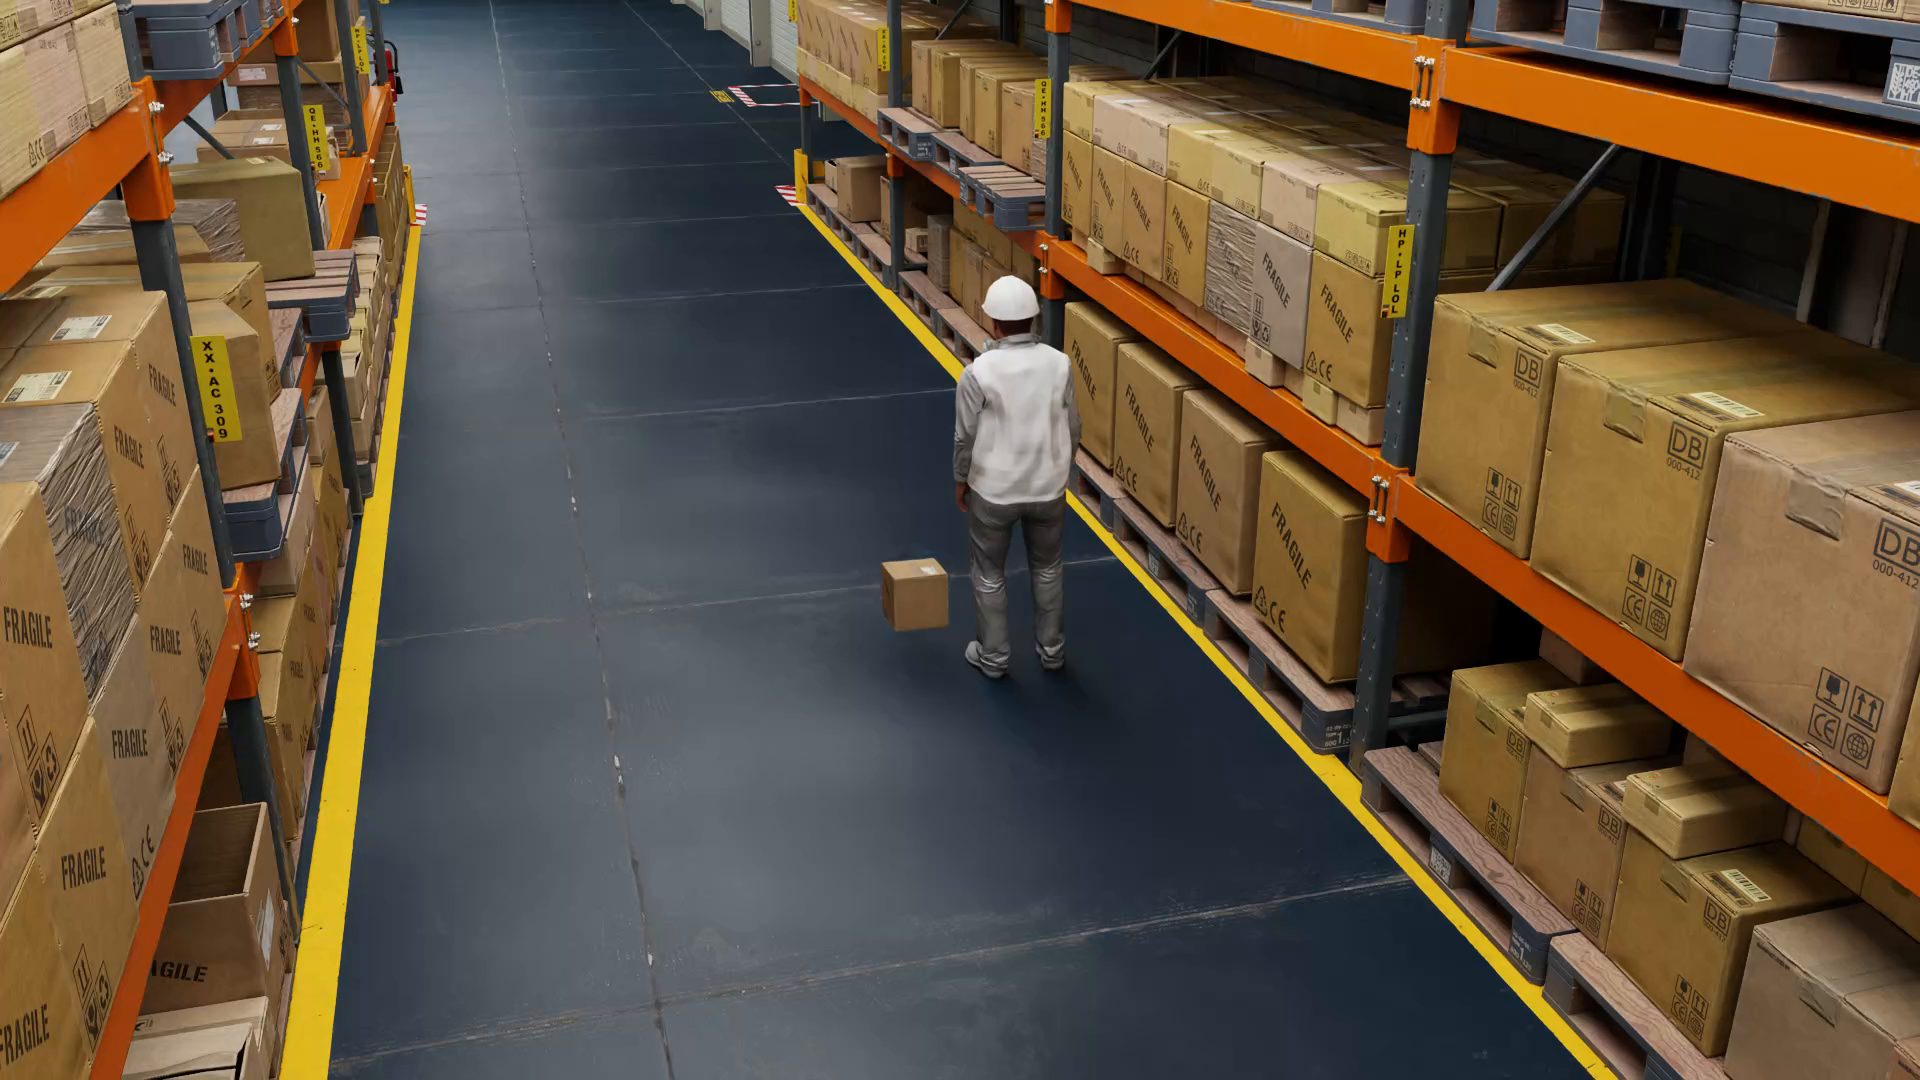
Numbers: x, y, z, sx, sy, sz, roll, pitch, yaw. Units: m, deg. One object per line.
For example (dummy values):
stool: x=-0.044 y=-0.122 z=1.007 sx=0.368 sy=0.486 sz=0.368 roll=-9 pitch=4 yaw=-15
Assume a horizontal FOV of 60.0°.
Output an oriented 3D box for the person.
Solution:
person: x=0.241 y=-0.249 z=7.154 sx=0.565 sy=1.771 sz=0.447 roll=-6 pitch=24 yaw=-15
